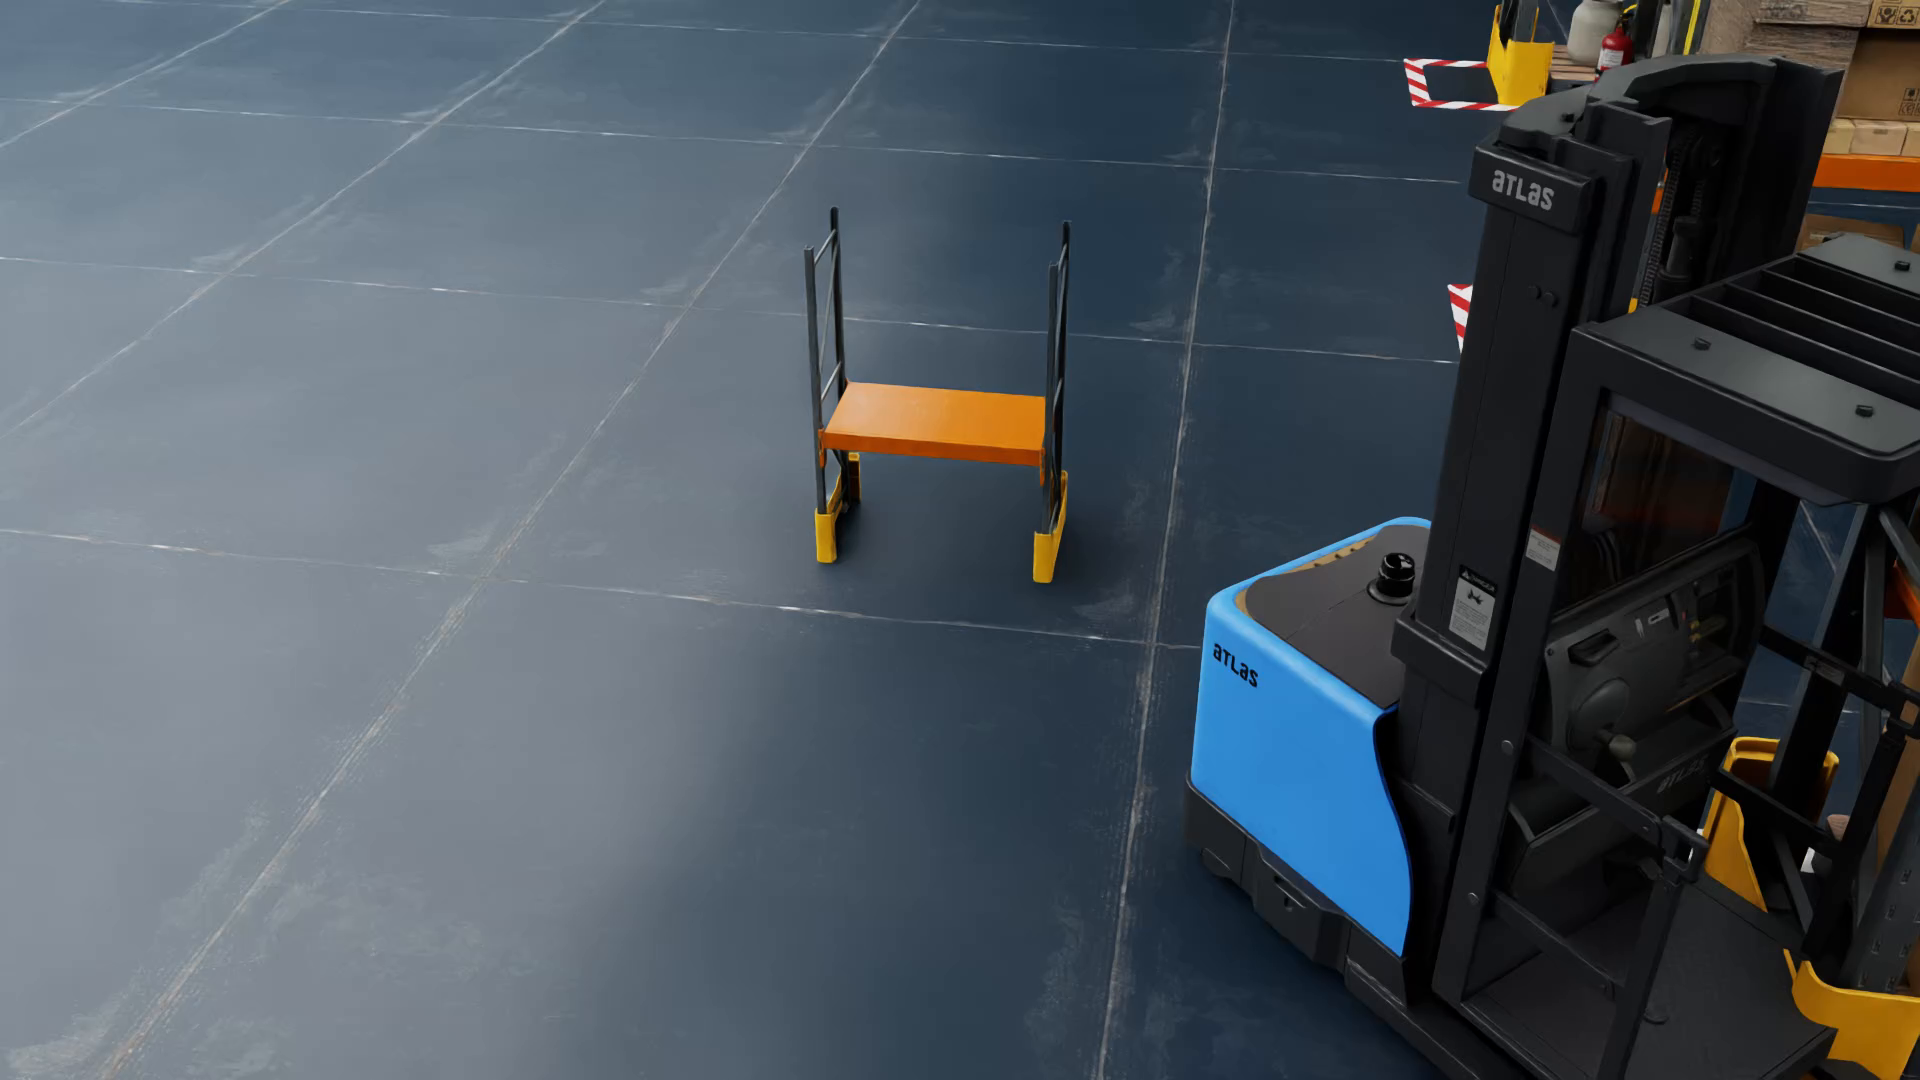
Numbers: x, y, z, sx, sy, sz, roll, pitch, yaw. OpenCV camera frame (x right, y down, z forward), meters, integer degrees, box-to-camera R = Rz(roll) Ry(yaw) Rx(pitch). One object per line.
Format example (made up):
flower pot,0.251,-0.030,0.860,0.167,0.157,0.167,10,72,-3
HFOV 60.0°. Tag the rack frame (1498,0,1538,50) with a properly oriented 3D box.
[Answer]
rack frame,4.505,-5.027,12.955,0.127,3.000,1.000,5,32,8

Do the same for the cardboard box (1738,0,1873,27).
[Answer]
cardboard box,4.168,-2.838,8.139,0.500,0.500,0.500,5,32,8

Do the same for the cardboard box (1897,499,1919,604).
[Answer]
cardboard box,3.111,0.094,4.631,0.550,0.550,0.875,5,32,8

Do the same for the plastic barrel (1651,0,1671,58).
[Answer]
plastic barrel,5.661,-4.087,13.402,0.421,0.512,0.421,0,32,0

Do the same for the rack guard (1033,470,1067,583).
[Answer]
rack guard,0.416,-0.068,7.624,0.087,0.250,0.587,5,32,8

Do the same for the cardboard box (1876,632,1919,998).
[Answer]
cardboard box,3.418,0.897,5.097,0.875,0.875,0.875,5,32,8

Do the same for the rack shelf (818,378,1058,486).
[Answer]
rack shelf,-0.084,-0.491,7.460,1.000,0.185,0.538,5,32,8

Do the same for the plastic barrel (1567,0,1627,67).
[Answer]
plastic barrel,5.167,-4.132,13.473,0.421,0.512,0.421,0,32,0

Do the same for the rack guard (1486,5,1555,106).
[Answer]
rack guard,4.588,-3.986,13.646,0.348,0.500,1.175,5,32,8

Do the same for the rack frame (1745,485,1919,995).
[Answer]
rack frame,2.738,0.148,4.686,0.127,3.000,1.000,5,32,8

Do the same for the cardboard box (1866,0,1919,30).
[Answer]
cardboard box,4.660,-2.789,8.062,0.500,0.500,0.500,5,32,8

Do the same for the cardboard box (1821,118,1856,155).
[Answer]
cardboard box,4.400,-2.118,8.543,0.250,0.149,0.380,5,32,8

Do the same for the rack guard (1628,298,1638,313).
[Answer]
rack guard,3.747,-1.371,9.469,0.348,0.500,1.175,5,32,8

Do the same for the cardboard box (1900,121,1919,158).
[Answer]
cardboard box,4.895,-2.080,8.483,0.250,0.149,0.380,5,32,8

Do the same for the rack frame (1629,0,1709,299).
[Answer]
rack frame,3.672,-2.437,8.816,0.127,3.000,1.000,5,32,8

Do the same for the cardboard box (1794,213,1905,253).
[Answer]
cardboard box,4.880,-1.455,9.208,0.500,0.500,0.500,14,35,21

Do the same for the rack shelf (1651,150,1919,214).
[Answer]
rack shelf,5.644,-1.953,8.722,4.000,0.370,1.077,5,32,8

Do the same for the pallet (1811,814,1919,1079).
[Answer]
pallet,3.539,1.361,5.377,1.213,0.211,1.003,5,32,8

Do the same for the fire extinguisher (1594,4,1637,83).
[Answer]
fire extinguisher,3.637,-2.655,9.238,0.183,0.674,0.296,5,32,8

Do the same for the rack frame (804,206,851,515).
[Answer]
rack frame,-0.585,-0.689,7.437,0.032,1.500,0.500,5,32,8

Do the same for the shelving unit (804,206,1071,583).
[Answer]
shelving unit,-0.075,-0.643,7.363,1.083,1.500,0.587,5,32,8

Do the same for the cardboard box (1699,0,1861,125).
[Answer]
cardboard box,4.210,-2.542,8.609,0.500,0.500,0.875,5,32,8

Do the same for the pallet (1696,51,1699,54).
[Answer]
pallet,6.587,-3.678,13.427,1.213,0.211,1.003,5,32,8

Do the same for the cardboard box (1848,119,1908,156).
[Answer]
cardboard box,4.650,-2.106,8.525,0.250,0.149,0.380,5,32,8

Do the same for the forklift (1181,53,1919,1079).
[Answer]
forklift,2.033,0.354,4.423,1.130,2.935,3.031,-20,37,-28

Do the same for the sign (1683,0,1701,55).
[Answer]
sign,3.581,-2.520,8.133,0.005,0.325,0.100,5,32,8

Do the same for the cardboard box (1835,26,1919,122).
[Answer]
cardboard box,4.723,-2.560,8.638,0.500,0.500,0.875,5,32,8

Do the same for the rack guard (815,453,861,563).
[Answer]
rack guard,-0.566,-0.157,7.766,0.087,0.250,0.587,5,32,8

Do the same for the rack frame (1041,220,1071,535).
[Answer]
rack frame,0.417,-0.598,7.292,0.032,1.500,0.500,5,32,8

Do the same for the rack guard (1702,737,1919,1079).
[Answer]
rack guard,2.714,1.206,5.353,0.348,0.500,1.175,5,32,8

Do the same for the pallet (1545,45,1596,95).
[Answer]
pallet,5.388,-3.788,13.603,1.213,0.211,1.003,5,32,8

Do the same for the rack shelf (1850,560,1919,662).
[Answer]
rack shelf,4.710,0.632,4.592,4.000,0.370,1.077,5,32,8

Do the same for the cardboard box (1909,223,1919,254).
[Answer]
cardboard box,5.494,-1.390,9.103,0.500,0.500,0.500,8,33,13
